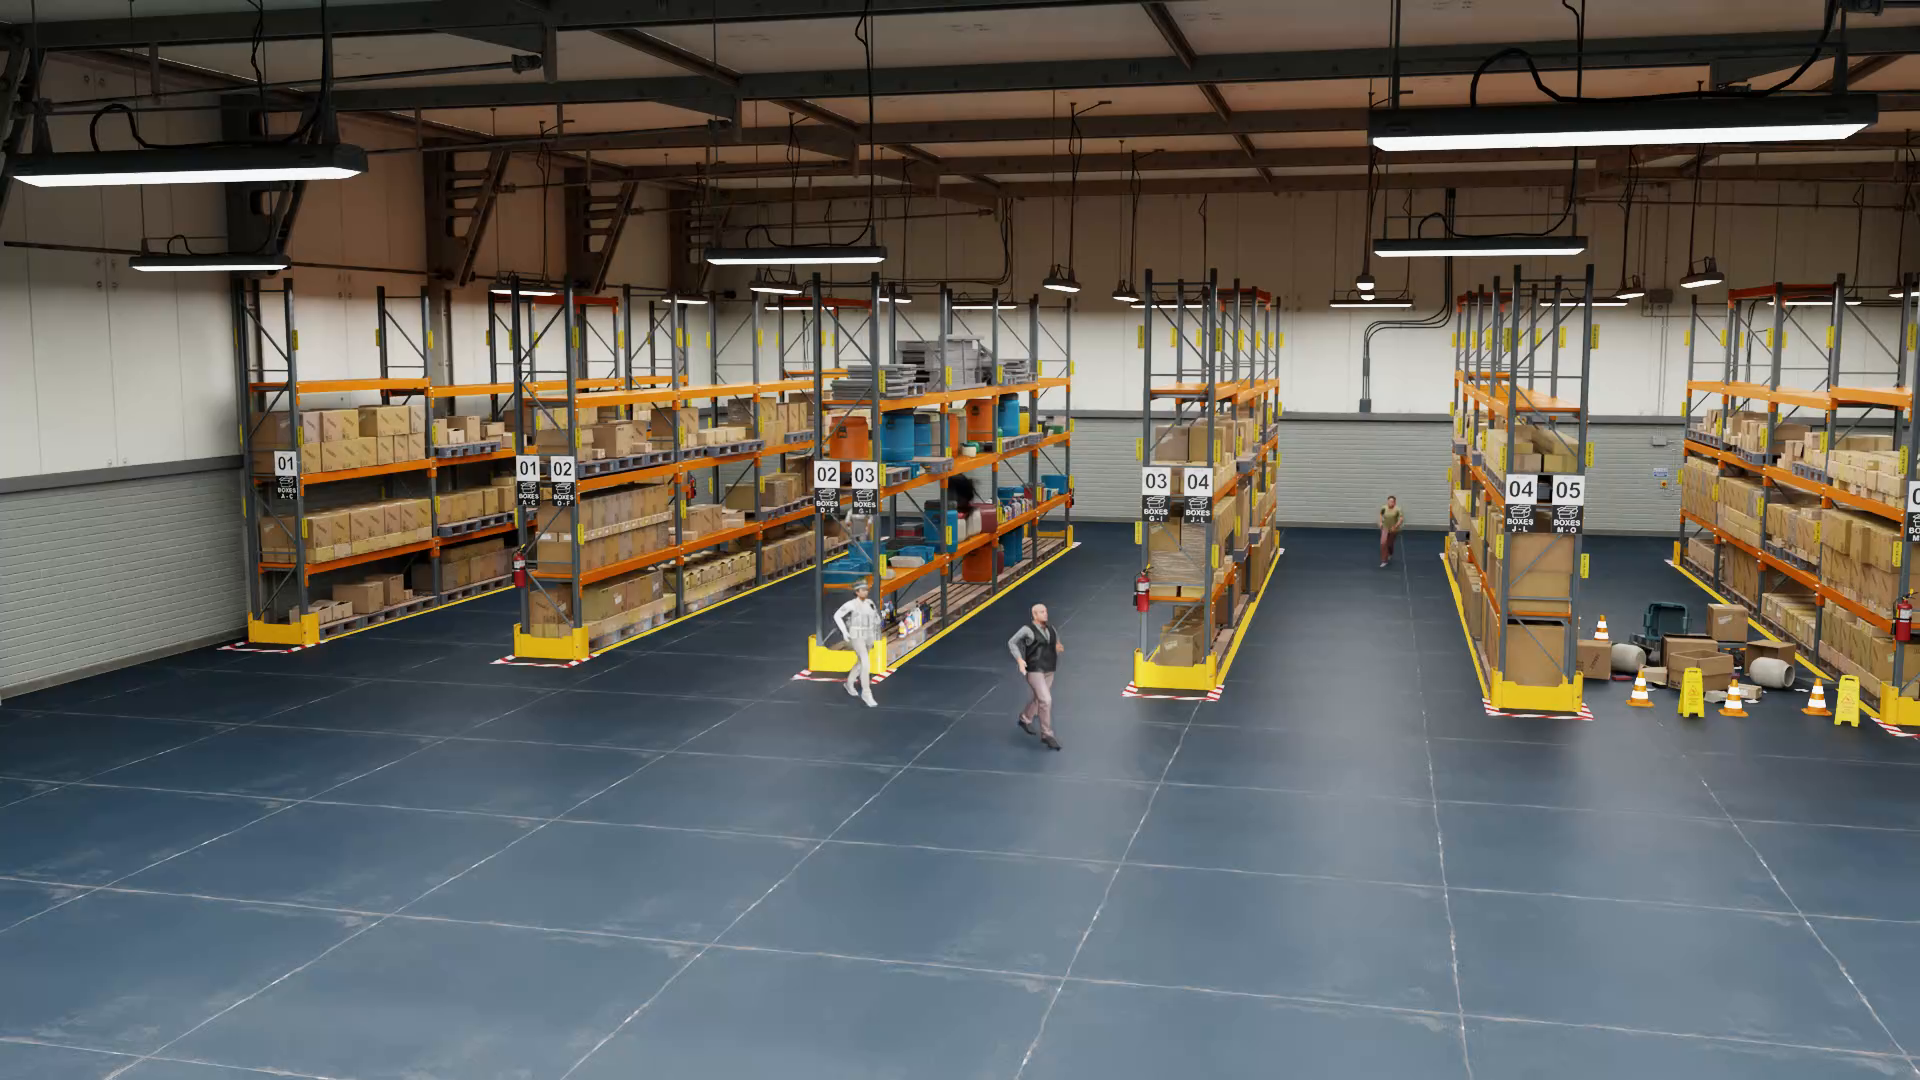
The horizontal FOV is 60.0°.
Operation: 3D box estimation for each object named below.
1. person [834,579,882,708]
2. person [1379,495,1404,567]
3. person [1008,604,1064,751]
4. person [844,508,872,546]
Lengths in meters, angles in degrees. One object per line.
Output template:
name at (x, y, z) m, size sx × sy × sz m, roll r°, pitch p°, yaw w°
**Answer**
person at (-1.371, 1.403, 23.011) m, size 0.772 × 1.744 × 0.585 m, roll 6°, pitch 9°, yaw 42°
person at (9.661, -0.221, 37.195) m, size 0.563 × 1.618 × 0.877 m, roll 3°, pitch 8°, yaw 24°
person at (0.989, 1.664, 20.648) m, size 0.641 × 1.753 × 0.875 m, roll -6°, pitch 9°, yaw -43°
person at (-2.031, -0.032, 33.099) m, size 0.522 × 1.638 × 0.714 m, roll 1°, pitch 7°, yaw 5°
